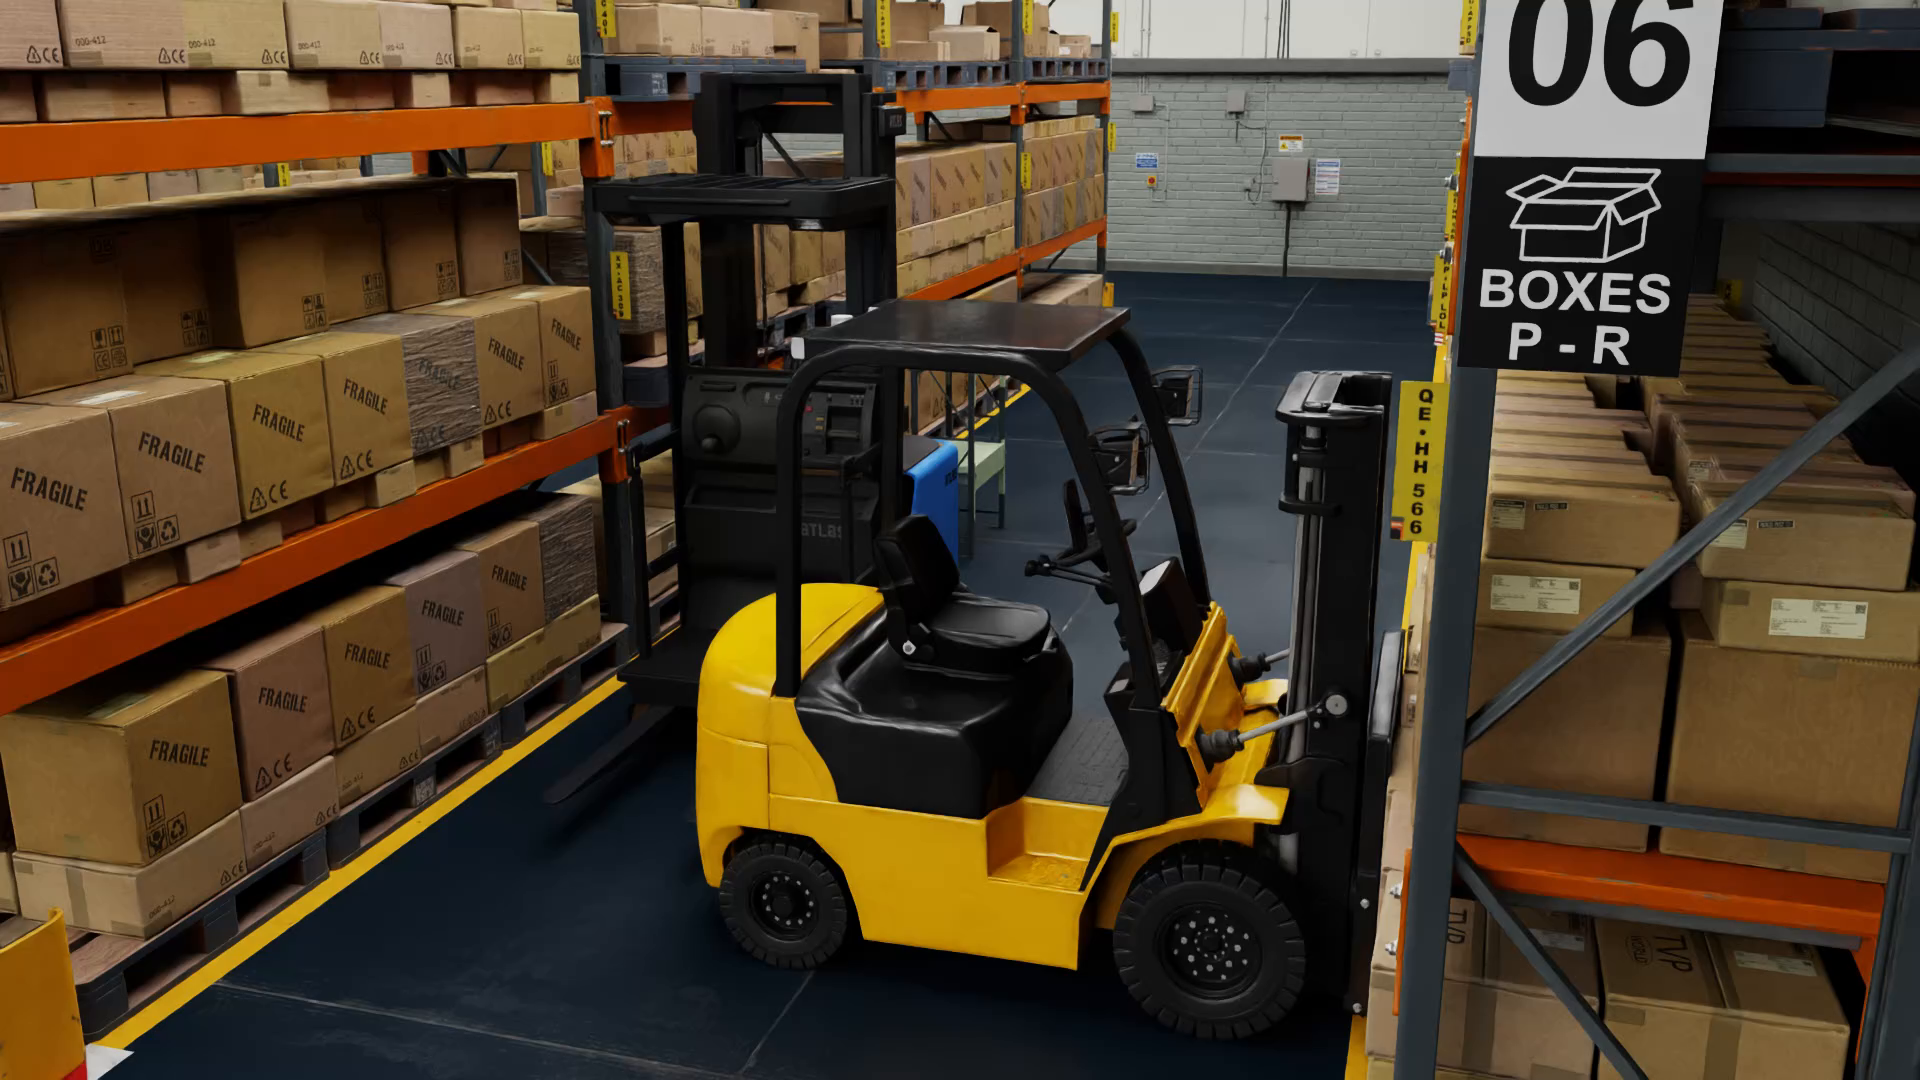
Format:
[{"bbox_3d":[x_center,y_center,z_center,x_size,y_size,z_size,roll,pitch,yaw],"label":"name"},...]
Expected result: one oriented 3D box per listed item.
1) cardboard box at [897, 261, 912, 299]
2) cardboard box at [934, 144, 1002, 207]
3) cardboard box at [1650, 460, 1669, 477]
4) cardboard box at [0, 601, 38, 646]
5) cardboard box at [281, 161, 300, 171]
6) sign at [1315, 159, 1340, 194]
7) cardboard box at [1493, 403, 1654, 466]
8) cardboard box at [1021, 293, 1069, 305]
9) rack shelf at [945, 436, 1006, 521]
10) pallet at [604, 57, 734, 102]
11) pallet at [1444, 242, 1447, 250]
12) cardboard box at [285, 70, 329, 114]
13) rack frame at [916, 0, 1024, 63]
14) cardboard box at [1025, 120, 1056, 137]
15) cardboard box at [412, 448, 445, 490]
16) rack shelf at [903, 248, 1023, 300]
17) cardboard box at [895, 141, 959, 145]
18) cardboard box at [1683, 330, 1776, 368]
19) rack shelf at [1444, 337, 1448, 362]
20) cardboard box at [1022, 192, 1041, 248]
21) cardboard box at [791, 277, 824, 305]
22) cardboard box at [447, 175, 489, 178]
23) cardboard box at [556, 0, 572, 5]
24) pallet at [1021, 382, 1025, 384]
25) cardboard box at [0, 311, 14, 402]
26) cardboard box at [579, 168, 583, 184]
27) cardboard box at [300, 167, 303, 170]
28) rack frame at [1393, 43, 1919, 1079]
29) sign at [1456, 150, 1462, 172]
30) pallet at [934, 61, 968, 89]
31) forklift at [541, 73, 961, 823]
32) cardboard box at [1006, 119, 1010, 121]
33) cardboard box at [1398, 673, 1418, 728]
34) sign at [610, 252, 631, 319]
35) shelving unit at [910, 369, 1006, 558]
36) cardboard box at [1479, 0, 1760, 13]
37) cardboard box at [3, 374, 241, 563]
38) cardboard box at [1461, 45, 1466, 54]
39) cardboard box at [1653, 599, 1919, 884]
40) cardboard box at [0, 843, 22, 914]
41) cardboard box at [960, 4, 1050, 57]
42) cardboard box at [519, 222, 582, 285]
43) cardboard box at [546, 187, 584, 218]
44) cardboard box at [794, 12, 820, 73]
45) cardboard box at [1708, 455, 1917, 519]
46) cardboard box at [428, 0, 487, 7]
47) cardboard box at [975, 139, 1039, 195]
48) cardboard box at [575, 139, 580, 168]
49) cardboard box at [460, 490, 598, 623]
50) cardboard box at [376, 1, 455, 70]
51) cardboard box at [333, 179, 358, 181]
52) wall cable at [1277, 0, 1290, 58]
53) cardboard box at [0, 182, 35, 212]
[{"bbox_3d":[-0.669,-1.951,12.486,0.500,0.250,0.500,4,16,15],"label":"cardboard box"},{"bbox_3d":[0.061,-3.218,14.662,0.500,0.500,0.500,5,17,17],"label":"cardboard box"},{"bbox_3d":[2.240,-0.266,4.897,0.380,0.149,0.250,5,16,16],"label":"cardboard box"},{"bbox_3d":[-3.028,0.226,4.995,0.380,0.149,0.250,5,16,16],"label":"cardboard box"},{"bbox_3d":[-8.814,-4.972,21.219,0.500,0.500,0.500,4,16,15],"label":"cardboard box"},{"bbox_3d":[5.309,-5.254,24.029,0.329,0.494,0.001,5,16,16],"label":"sign"},{"bbox_3d":[1.568,-0.248,4.290,0.380,0.149,0.250,5,17,16],"label":"cardboard box"},{"bbox_3d":[0.623,-2.321,17.440,0.875,0.438,0.875,4,16,14],"label":"cardboard box"},{"bbox_3d":[-0.002,-0.406,10.708,0.431,0.370,0.720,5,16,16],"label":"rack shelf"},{"bbox_3d":[-1.908,-2.374,8.550,1.213,0.211,1.003,5,16,16],"label":"pallet"},{"bbox_3d":[4.516,-2.284,13.738,1.003,0.211,1.213,5,16,16],"label":"pallet"},{"bbox_3d":[-2.518,-1.616,5.993,0.380,0.149,0.250,4,16,14],"label":"cardboard box"},{"bbox_3d":[0.088,-5.847,14.954,1.000,3.000,0.127,5,16,16],"label":"rack frame"},{"bbox_3d":[0.748,-4.131,16.692,0.380,0.149,0.250,4,16,14],"label":"cardboard box"},{"bbox_3d":[-2.372,-0.309,6.882,0.380,0.149,0.250,4,16,15],"label":"cardboard box"},{"bbox_3d":[-0.481,-2.092,14.026,1.077,0.370,4.000,5,16,16],"label":"rack shelf"},{"bbox_3d":[-0.313,-3.398,15.295,0.500,0.500,0.500,5,17,17],"label":"cardboard box"},{"bbox_3d":[2.496,-0.611,5.570,0.380,0.149,0.250,4,16,15],"label":"cardboard box"},{"bbox_3d":[3.143,-0.661,8.983,1.077,0.370,4.000,5,16,16],"label":"rack shelf"},{"bbox_3d":[0.472,-3.112,16.120,0.500,0.500,0.500,5,17,18],"label":"cardboard box"},{"bbox_3d":[-1.096,-1.608,10.694,0.380,0.149,0.250,5,17,17],"label":"cardboard box"},{"bbox_3d":[-4.765,-3.428,16.019,0.380,0.149,0.250,4,16,14],"label":"cardboard box"},{"bbox_3d":[-2.143,-2.843,8.448,0.500,0.250,0.500,5,17,17],"label":"cardboard box"},{"bbox_3d":[0.379,-1.813,16.833,1.003,0.211,1.213,5,16,16],"label":"pallet"},{"bbox_3d":[-3.387,-0.645,5.044,0.700,0.500,0.500,4,16,15],"label":"cardboard box"},{"bbox_3d":[-4.171,-3.750,17.825,0.500,0.500,0.500,5,16,16],"label":"cardboard box"},{"bbox_3d":[-8.672,-4.743,21.782,0.500,0.250,0.500,4,16,14],"label":"cardboard box"},{"bbox_3d":[1.437,0.562,3.350,1.000,3.000,0.127,5,16,16],"label":"rack frame"},{"bbox_3d":[5.464,-4.082,18.138,0.100,0.325,0.005,5,16,16],"label":"sign"},{"bbox_3d":[-0.602,-3.732,13.340,1.003,0.211,1.213,5,17,18],"label":"pallet"},{"bbox_3d":[-0.889,-0.555,7.415,1.130,2.935,3.031,4,16,15],"label":"forklift"},{"bbox_3d":[0.349,-4.303,17.298,0.380,0.149,0.250,5,16,16],"label":"cardboard box"},{"bbox_3d":[1.694,0.659,5.448,0.500,0.250,0.500,4,16,15],"label":"cardboard box"},{"bbox_3d":[-1.663,-1.245,8.134,0.100,0.325,0.005,5,16,16],"label":"sign"},{"bbox_3d":[-0.002,-0.720,10.619,0.431,1.500,0.755,5,16,16],"label":"shelving unit"},{"bbox_3d":[1.330,-1.314,3.331,0.500,0.500,0.500,5,17,18],"label":"cardboard box"},{"bbox_3d":[-2.778,-0.251,5.489,0.500,0.500,0.500,5,17,18],"label":"cardboard box"},{"bbox_3d":[4.013,-3.769,12.631,0.380,0.149,0.250,5,17,17],"label":"cardboard box"},{"bbox_3d":[1.845,0.406,3.718,0.500,0.500,0.500,5,17,18],"label":"cardboard box"},{"bbox_3d":[-3.344,1.060,5.863,0.500,0.250,0.500,5,16,16],"label":"cardboard box"},{"bbox_3d":[0.440,-5.059,16.531,0.797,0.503,0.637,6,17,20],"label":"cardboard box"},{"bbox_3d":[-2.275,-1.400,8.771,0.500,0.500,0.500,4,16,15],"label":"cardboard box"},{"bbox_3d":[-2.088,-1.893,9.320,0.380,0.149,0.250,4,16,14],"label":"cardboard box"},{"bbox_3d":[-1.328,-3.159,10.788,0.700,0.500,0.500,5,16,16],"label":"cardboard box"},{"bbox_3d":[1.873,-0.077,3.687,0.380,0.149,0.250,5,17,18],"label":"cardboard box"},{"bbox_3d":[-2.175,-2.261,6.806,0.380,0.149,0.250,5,17,18],"label":"cardboard box"},{"bbox_3d":[0.455,-3.596,15.995,0.500,0.500,0.500,5,17,16],"label":"cardboard box"},{"bbox_3d":[-4.193,-4.227,17.674,0.500,0.500,0.500,4,16,14],"label":"cardboard box"},{"bbox_3d":[-2.097,0.067,7.990,0.500,0.500,0.500,4,16,15],"label":"cardboard box"},{"bbox_3d":[-2.355,-1.981,6.550,0.500,0.250,0.500,4,16,15],"label":"cardboard box"},{"bbox_3d":[-5.606,-3.280,15.498,0.380,0.149,0.250,5,17,18],"label":"cardboard box"},{"bbox_3d":[5.951,-8.137,22.957,2.988,3.039,0.133,5,16,16],"label":"wall cable"},{"bbox_3d":[-6.537,-2.152,10.904,0.700,0.500,0.500,5,17,16],"label":"cardboard box"}]
